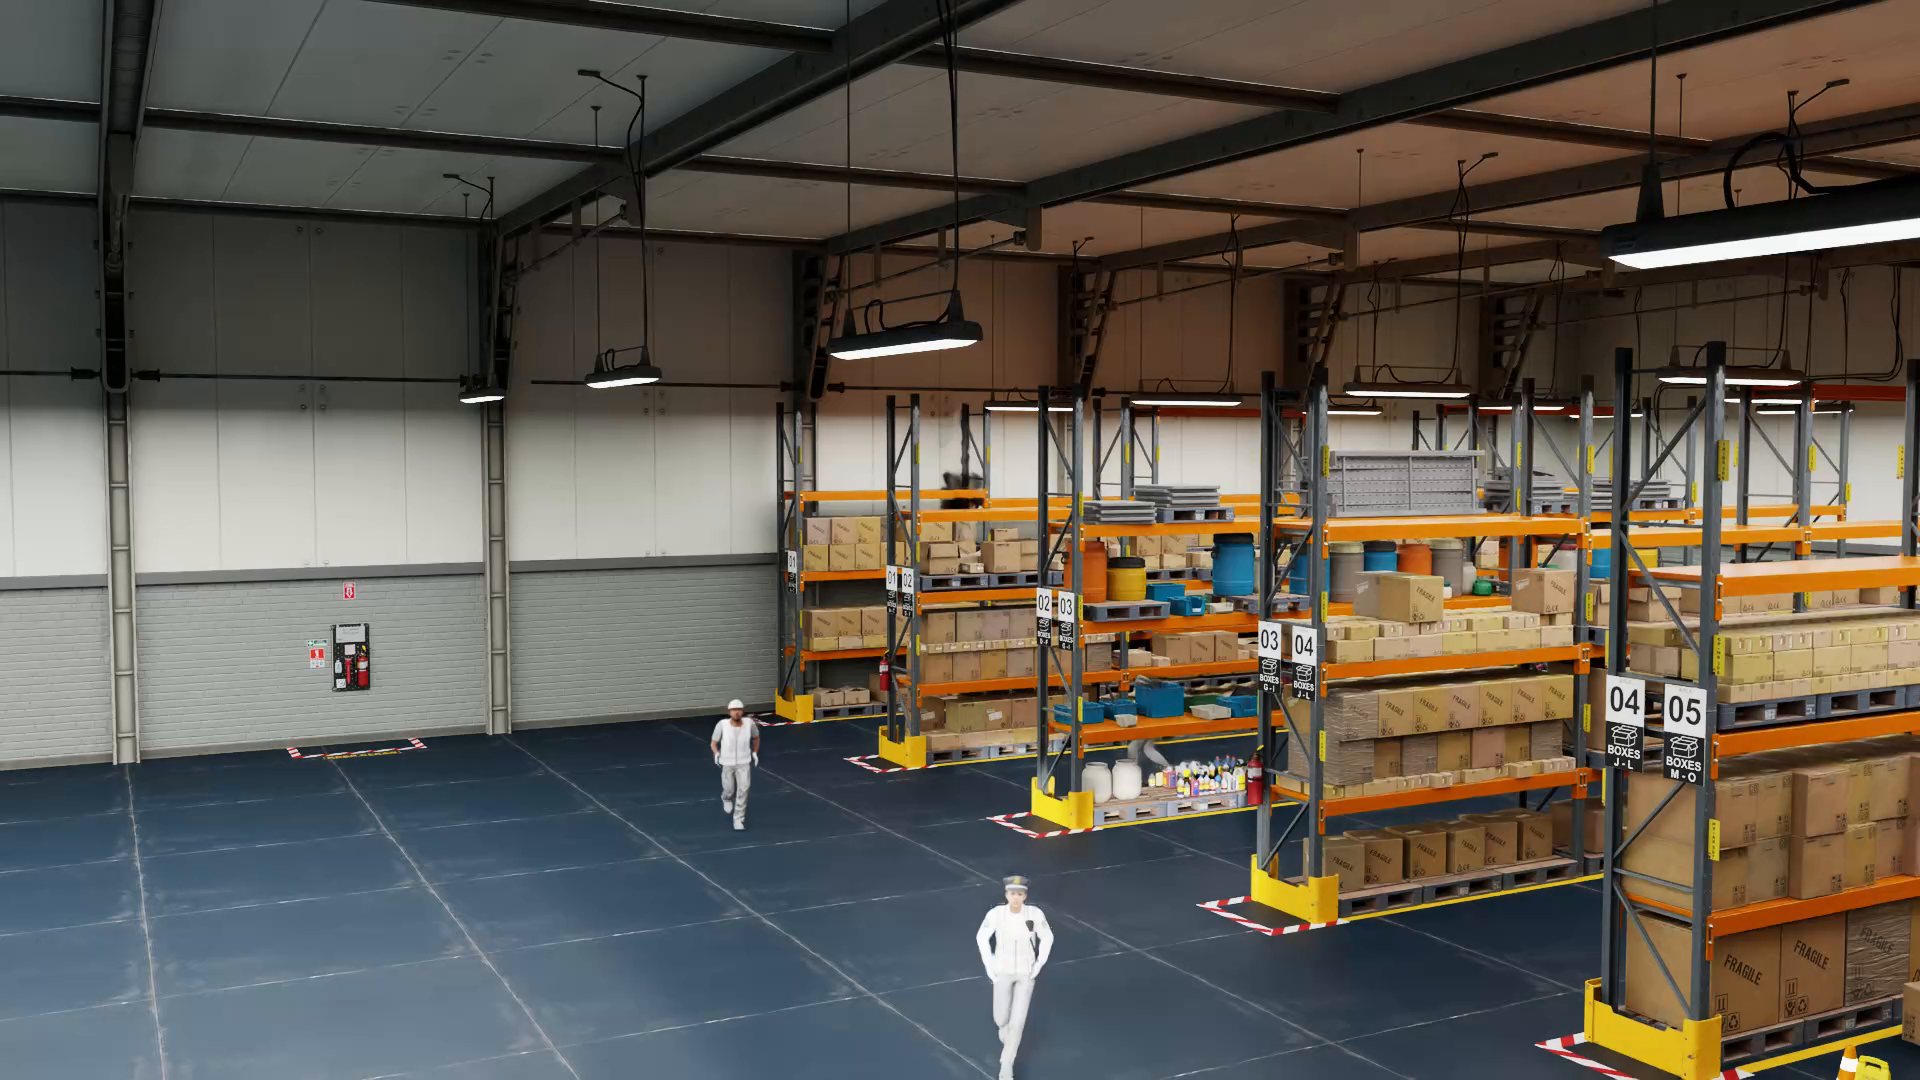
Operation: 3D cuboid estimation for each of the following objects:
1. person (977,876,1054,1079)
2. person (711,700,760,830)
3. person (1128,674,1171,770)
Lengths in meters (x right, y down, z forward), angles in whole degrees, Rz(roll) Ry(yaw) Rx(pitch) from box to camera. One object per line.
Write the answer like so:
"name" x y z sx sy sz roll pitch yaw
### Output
"person" 0.459 3.566 13.786 0.641 1.666 0.628 0 3 1
"person" -3.045 3.018 22.597 0.673 1.742 0.784 -1 3 -13
"person" 2.846 2.891 25.344 0.884 1.710 0.616 0 3 -5
